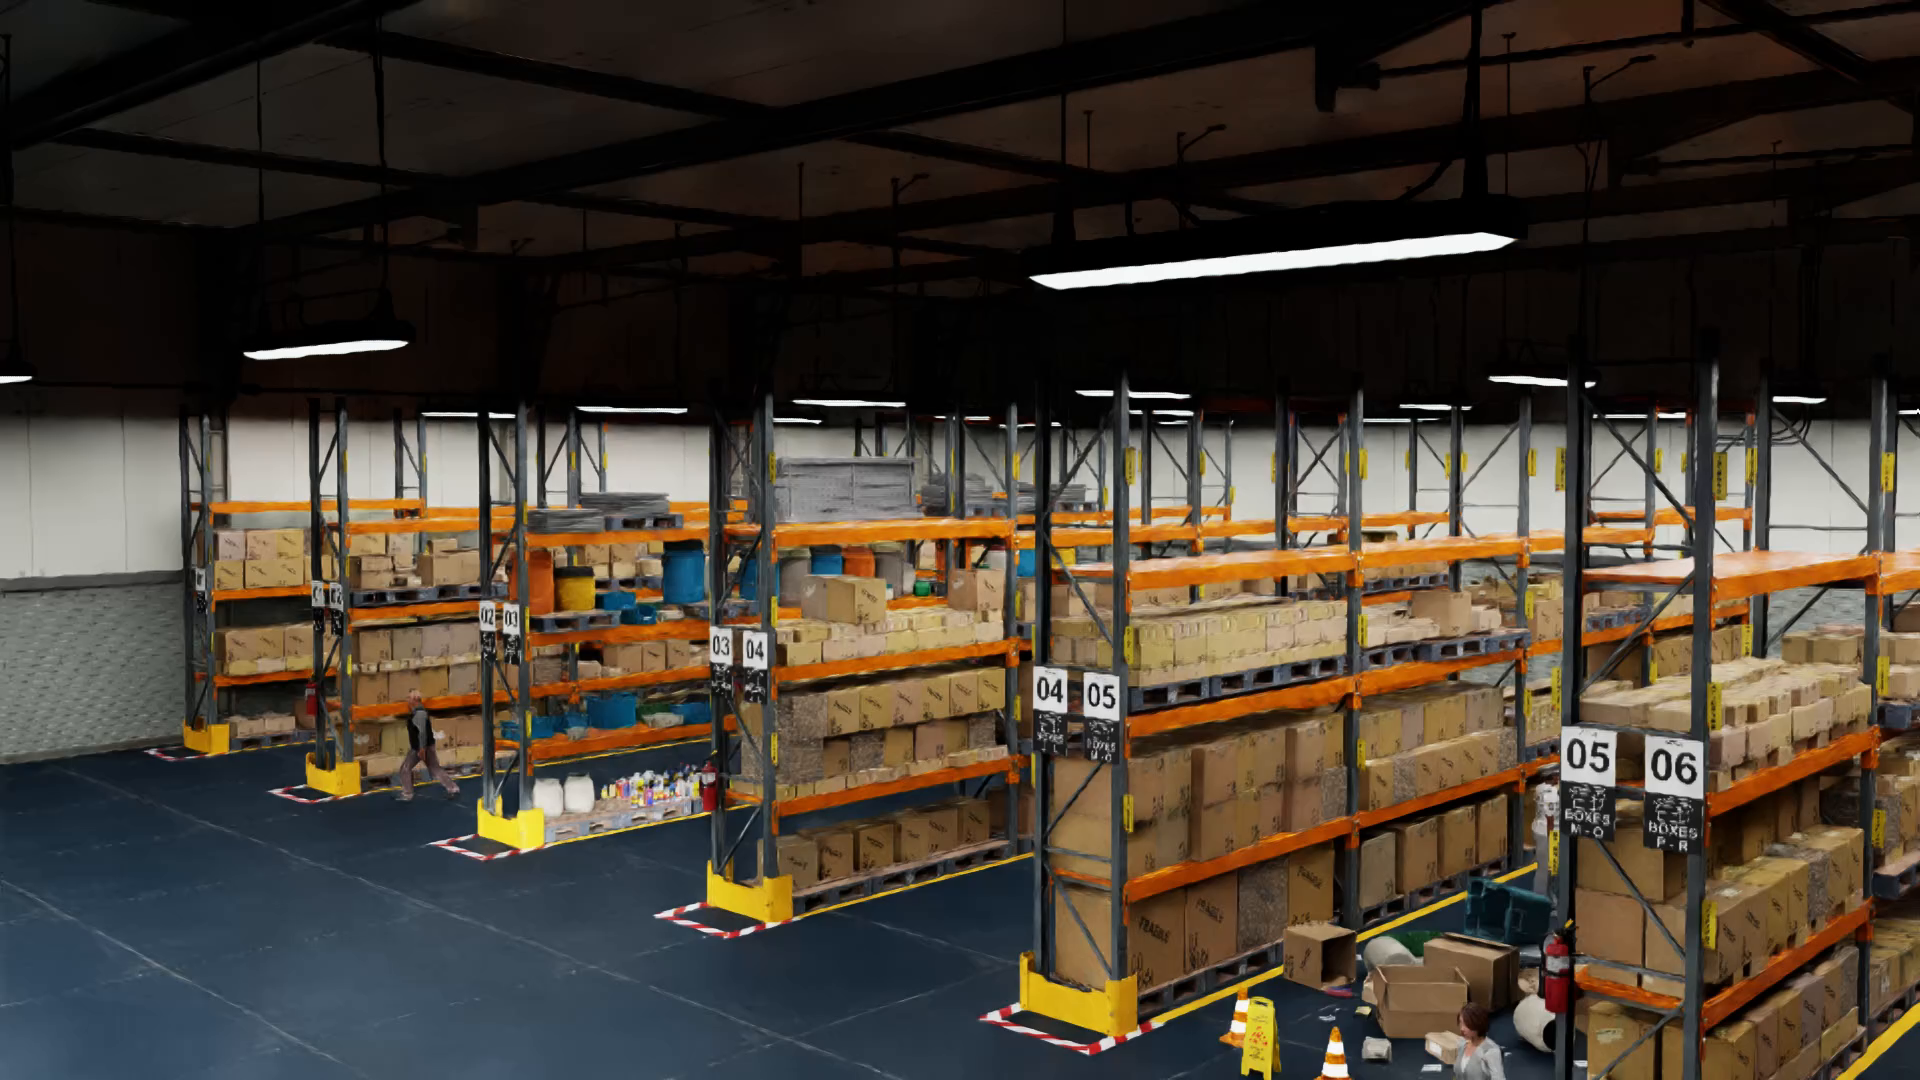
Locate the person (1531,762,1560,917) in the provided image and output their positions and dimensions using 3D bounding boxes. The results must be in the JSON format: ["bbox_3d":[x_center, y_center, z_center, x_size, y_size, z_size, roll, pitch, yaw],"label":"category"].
[{"bbox_3d":[6.629,3.333,18.655,0.416,1.679,0.507,1,3,12],"label":"person"}]

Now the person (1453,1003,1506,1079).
[{"bbox_3d":[3.515,3.806,11.002,0.862,1.531,0.449,-1,3,-25],"label":"person"}]

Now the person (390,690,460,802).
[{"bbox_3d":[-7.899,3.044,24.541,0.954,1.669,0.572,-1,3,-26],"label":"person"}]
